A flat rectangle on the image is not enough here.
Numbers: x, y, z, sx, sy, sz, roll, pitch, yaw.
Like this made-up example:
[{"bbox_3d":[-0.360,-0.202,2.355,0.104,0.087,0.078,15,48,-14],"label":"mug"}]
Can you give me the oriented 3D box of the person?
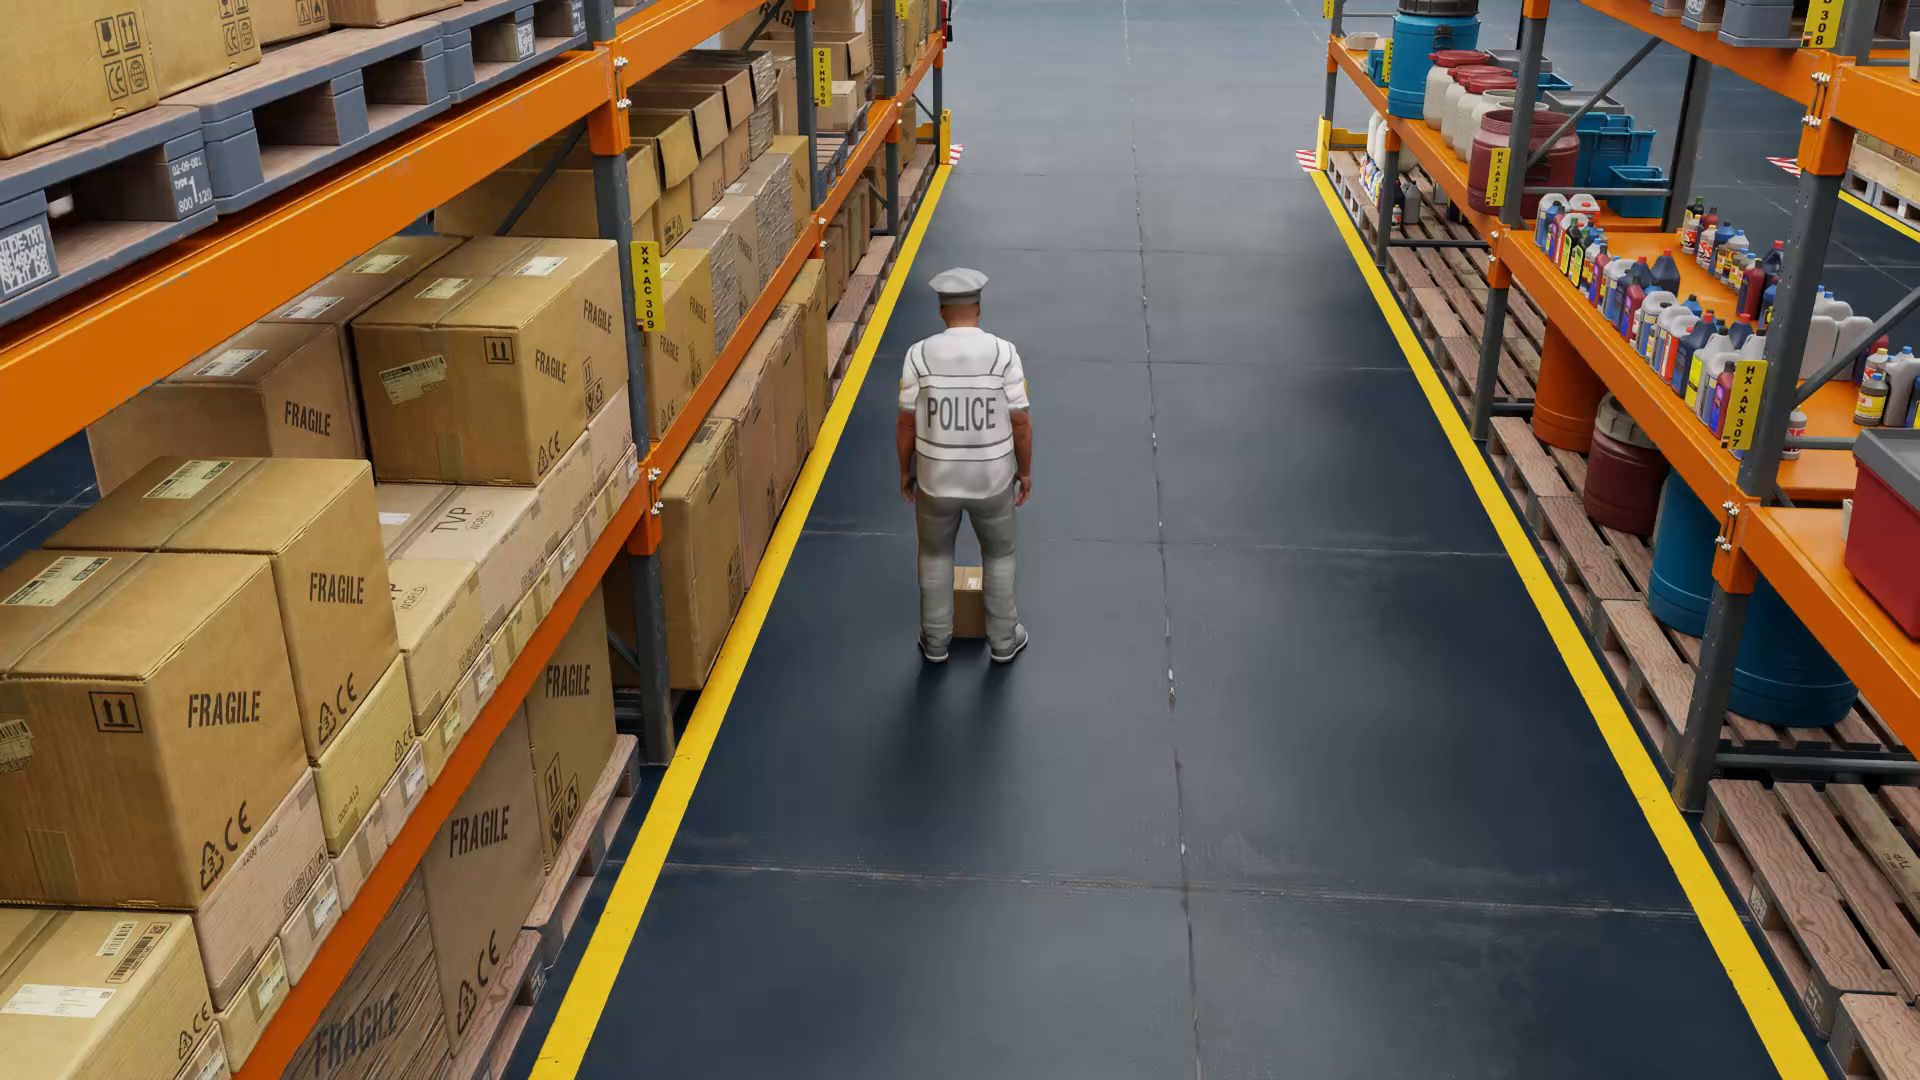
[{"bbox_3d":[0.020,-0.279,7.211,0.584,1.747,0.440,1,24,2],"label":"person"}]
